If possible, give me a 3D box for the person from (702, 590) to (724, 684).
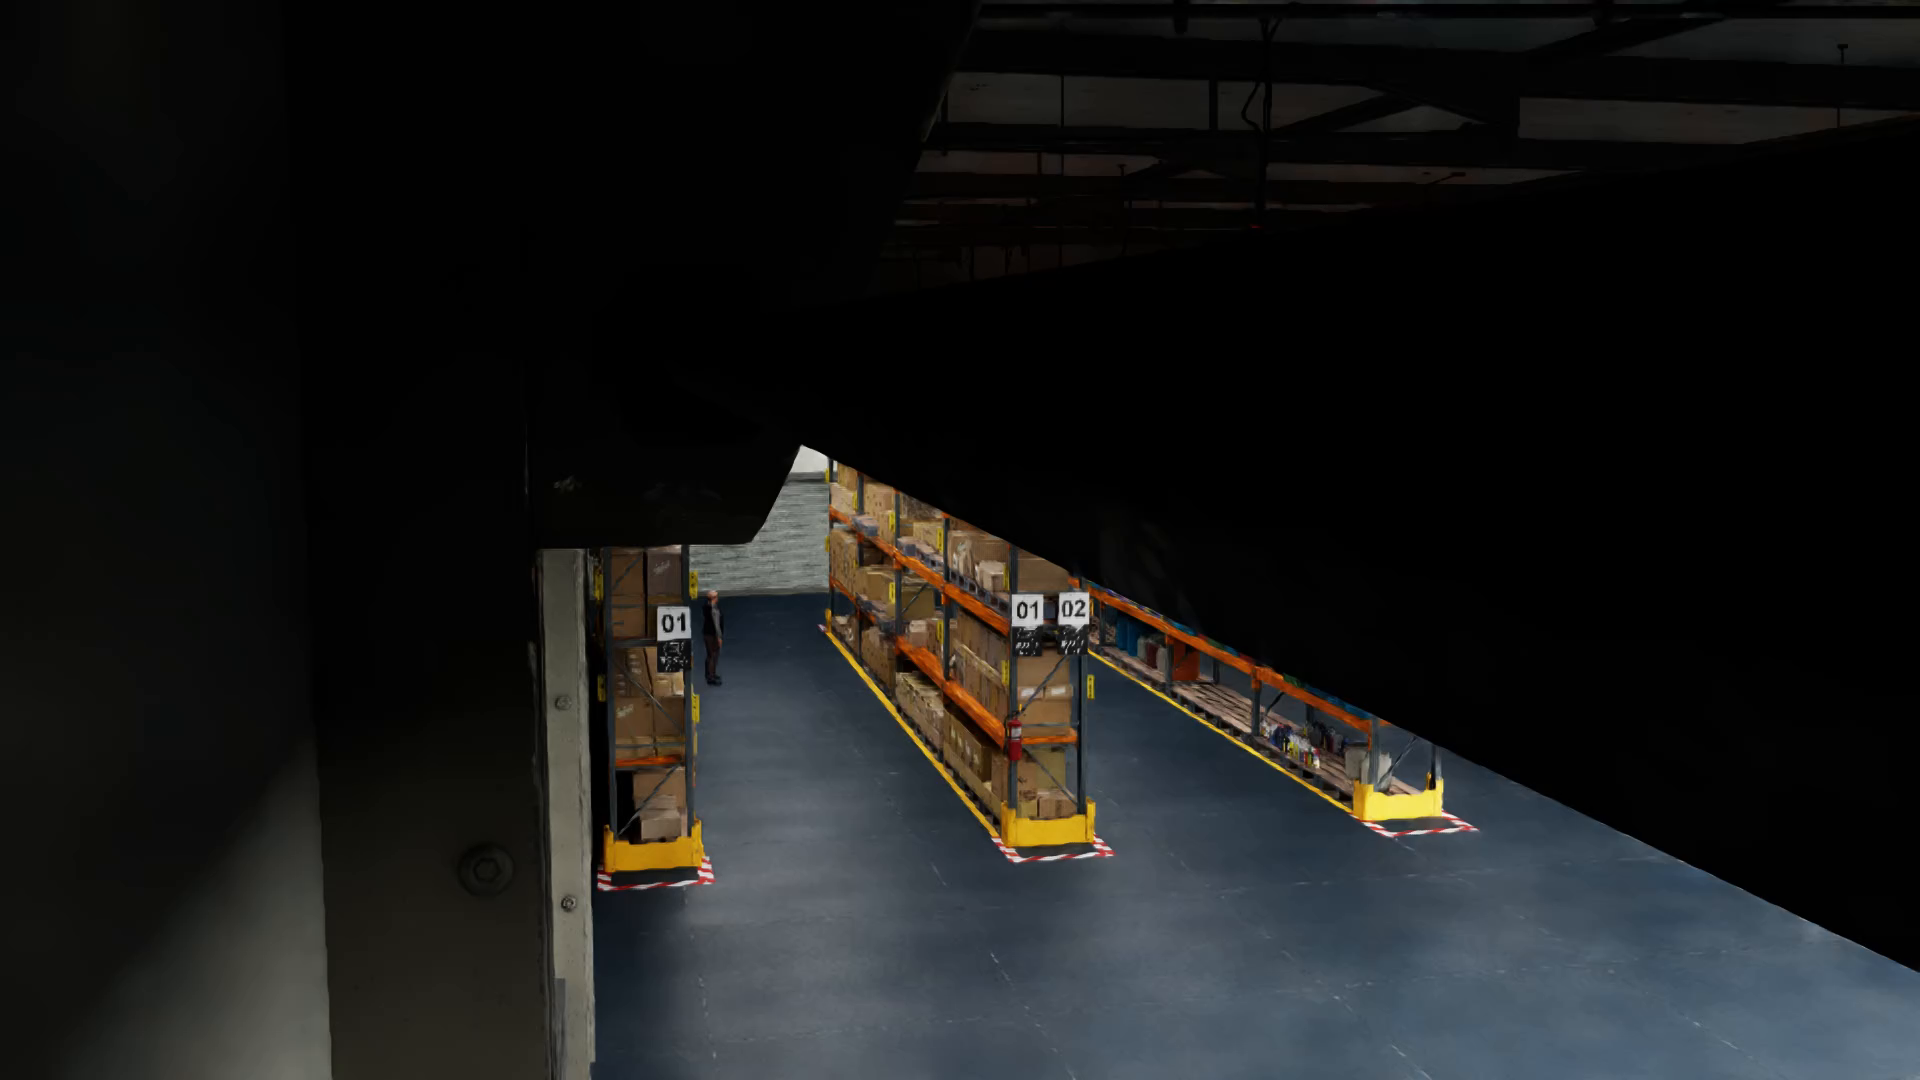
[{"bbox_3d":[-4.601,1.757,30.947,0.359,1.665,0.631,-4,8,-29],"label":"person"}]
